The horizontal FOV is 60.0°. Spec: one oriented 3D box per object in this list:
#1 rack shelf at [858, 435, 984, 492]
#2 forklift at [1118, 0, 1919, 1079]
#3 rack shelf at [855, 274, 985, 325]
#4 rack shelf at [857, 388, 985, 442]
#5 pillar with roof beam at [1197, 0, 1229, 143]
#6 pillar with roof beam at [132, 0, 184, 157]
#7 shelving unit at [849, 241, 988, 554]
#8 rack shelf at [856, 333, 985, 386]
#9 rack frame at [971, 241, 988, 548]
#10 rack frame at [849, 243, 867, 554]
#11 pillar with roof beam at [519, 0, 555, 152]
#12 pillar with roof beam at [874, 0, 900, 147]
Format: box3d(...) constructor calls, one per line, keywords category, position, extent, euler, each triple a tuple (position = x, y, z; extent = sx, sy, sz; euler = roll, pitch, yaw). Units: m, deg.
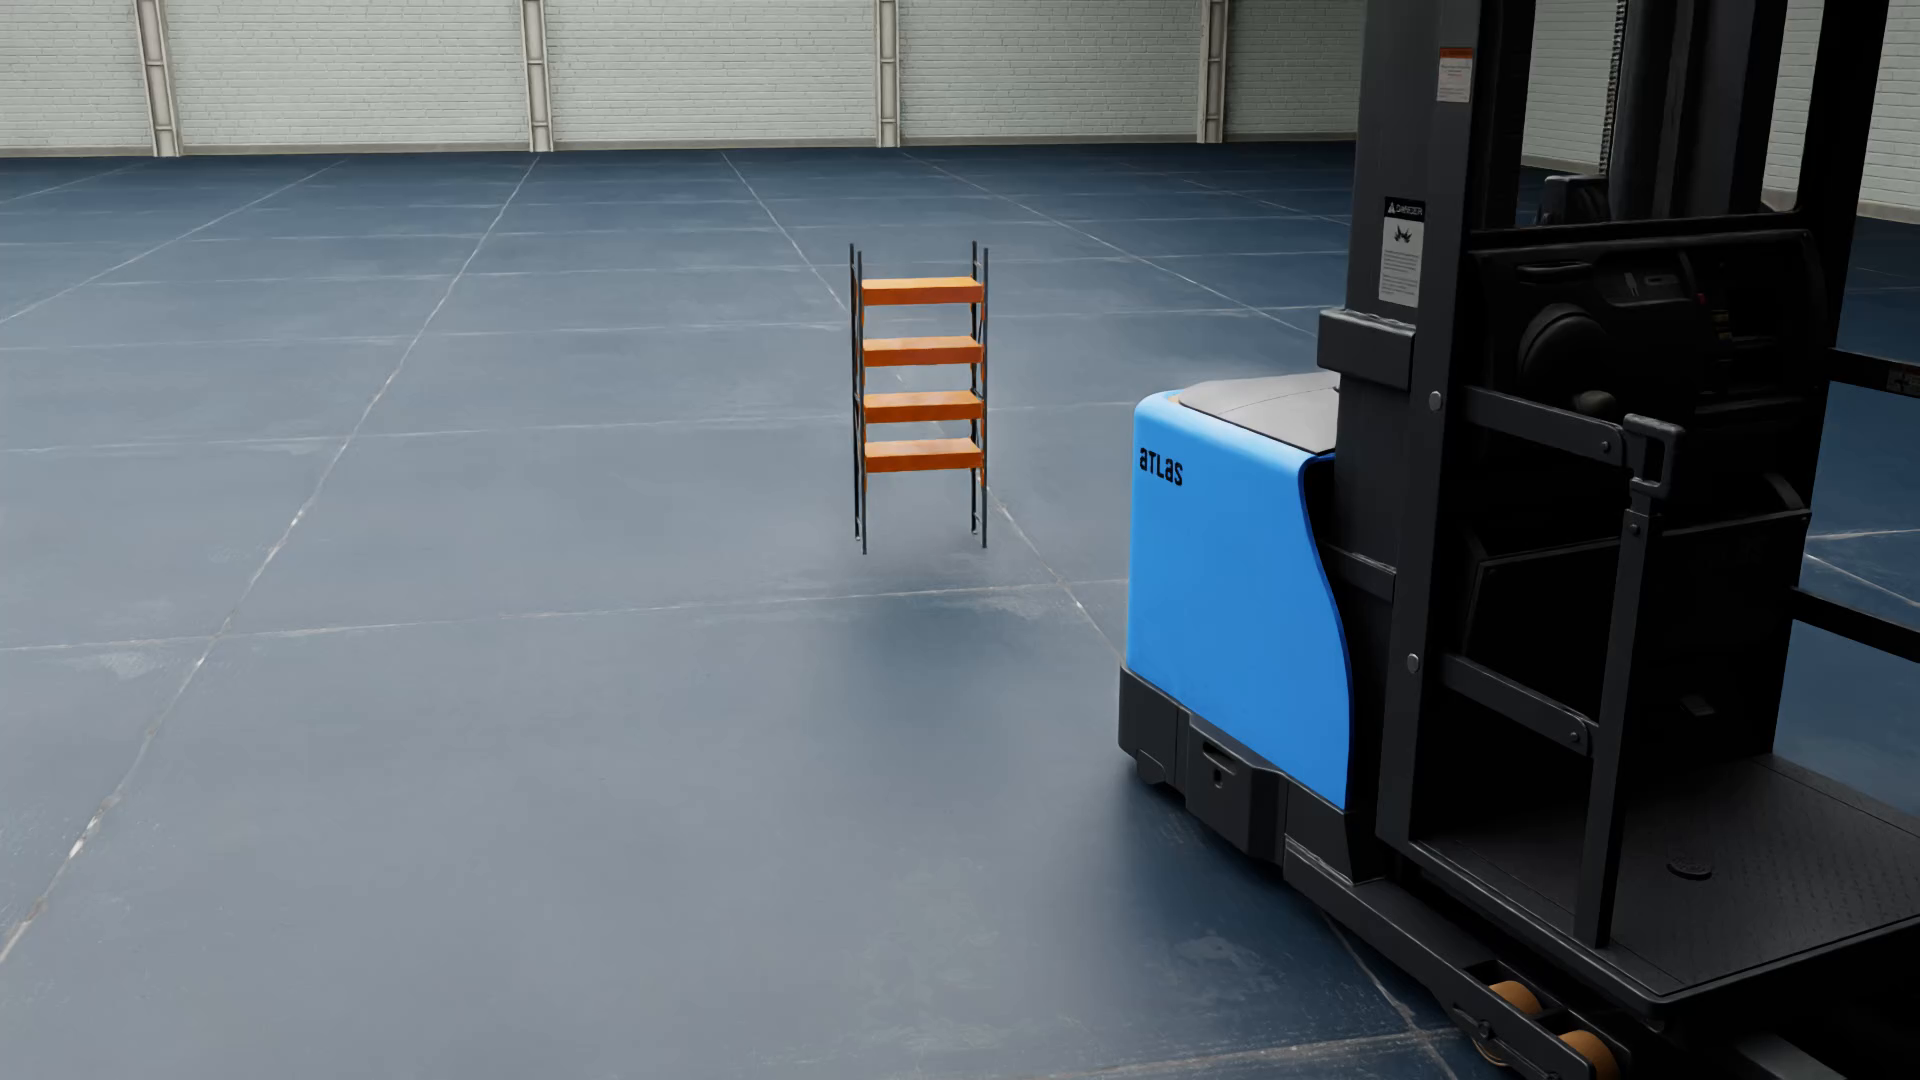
box3d(category="rack shelf", position=(-0.163, -0.310, 6.684), extent=(0.480, 0.148, 0.258), euler=(-3, 17, -10))
box3d(category="forklift", position=(1.523, -0.433, 3.231), extent=(1.130, 2.935, 3.031), euler=(-8, 19, -24))
box3d(category="rack shelf", position=(-0.163, -0.940, 6.490), extent=(0.480, 0.148, 0.258), euler=(-3, 17, -10))
box3d(category="rack shelf", position=(-0.163, -0.500, 6.625), extent=(0.480, 0.148, 0.258), euler=(-3, 17, -10))
box3d(category="pillar with roof beam", position=(5.425, -10.408, 25.373), extent=(0.400, 9.000, 9.100), euler=(-3, 17, -10))
box3d(category="pillar with roof beam", position=(-12.248, -9.406, 22.108), extent=(0.400, 9.000, 9.100), euler=(-3, 17, -10))
box3d(category="shelving unit", position=(-0.163, -0.564, 6.606), extent=(0.503, 1.200, 0.258), euler=(-3, 17, -10))
box3d(category="rack shelf", position=(-0.163, -0.714, 6.560), extent=(0.480, 0.148, 0.258), euler=(-3, 17, -10))
box3d(category="rack frame", position=(0.077, -0.578, 6.650), extent=(0.015, 1.200, 0.240), euler=(-3, 17, -10))
box3d(category="rack frame", position=(-0.402, -0.551, 6.561), extent=(0.015, 1.200, 0.240), euler=(-3, 17, -10))
box3d(category="pillar with roof beam", position=(-6.357, -9.740, 23.196), extent=(0.400, 9.000, 9.100), euler=(-3, 17, -10))
box3d(category="pillar with roof beam", position=(-0.466, -10.074, 24.285), extent=(0.400, 9.000, 9.100), euler=(-3, 17, -10))
